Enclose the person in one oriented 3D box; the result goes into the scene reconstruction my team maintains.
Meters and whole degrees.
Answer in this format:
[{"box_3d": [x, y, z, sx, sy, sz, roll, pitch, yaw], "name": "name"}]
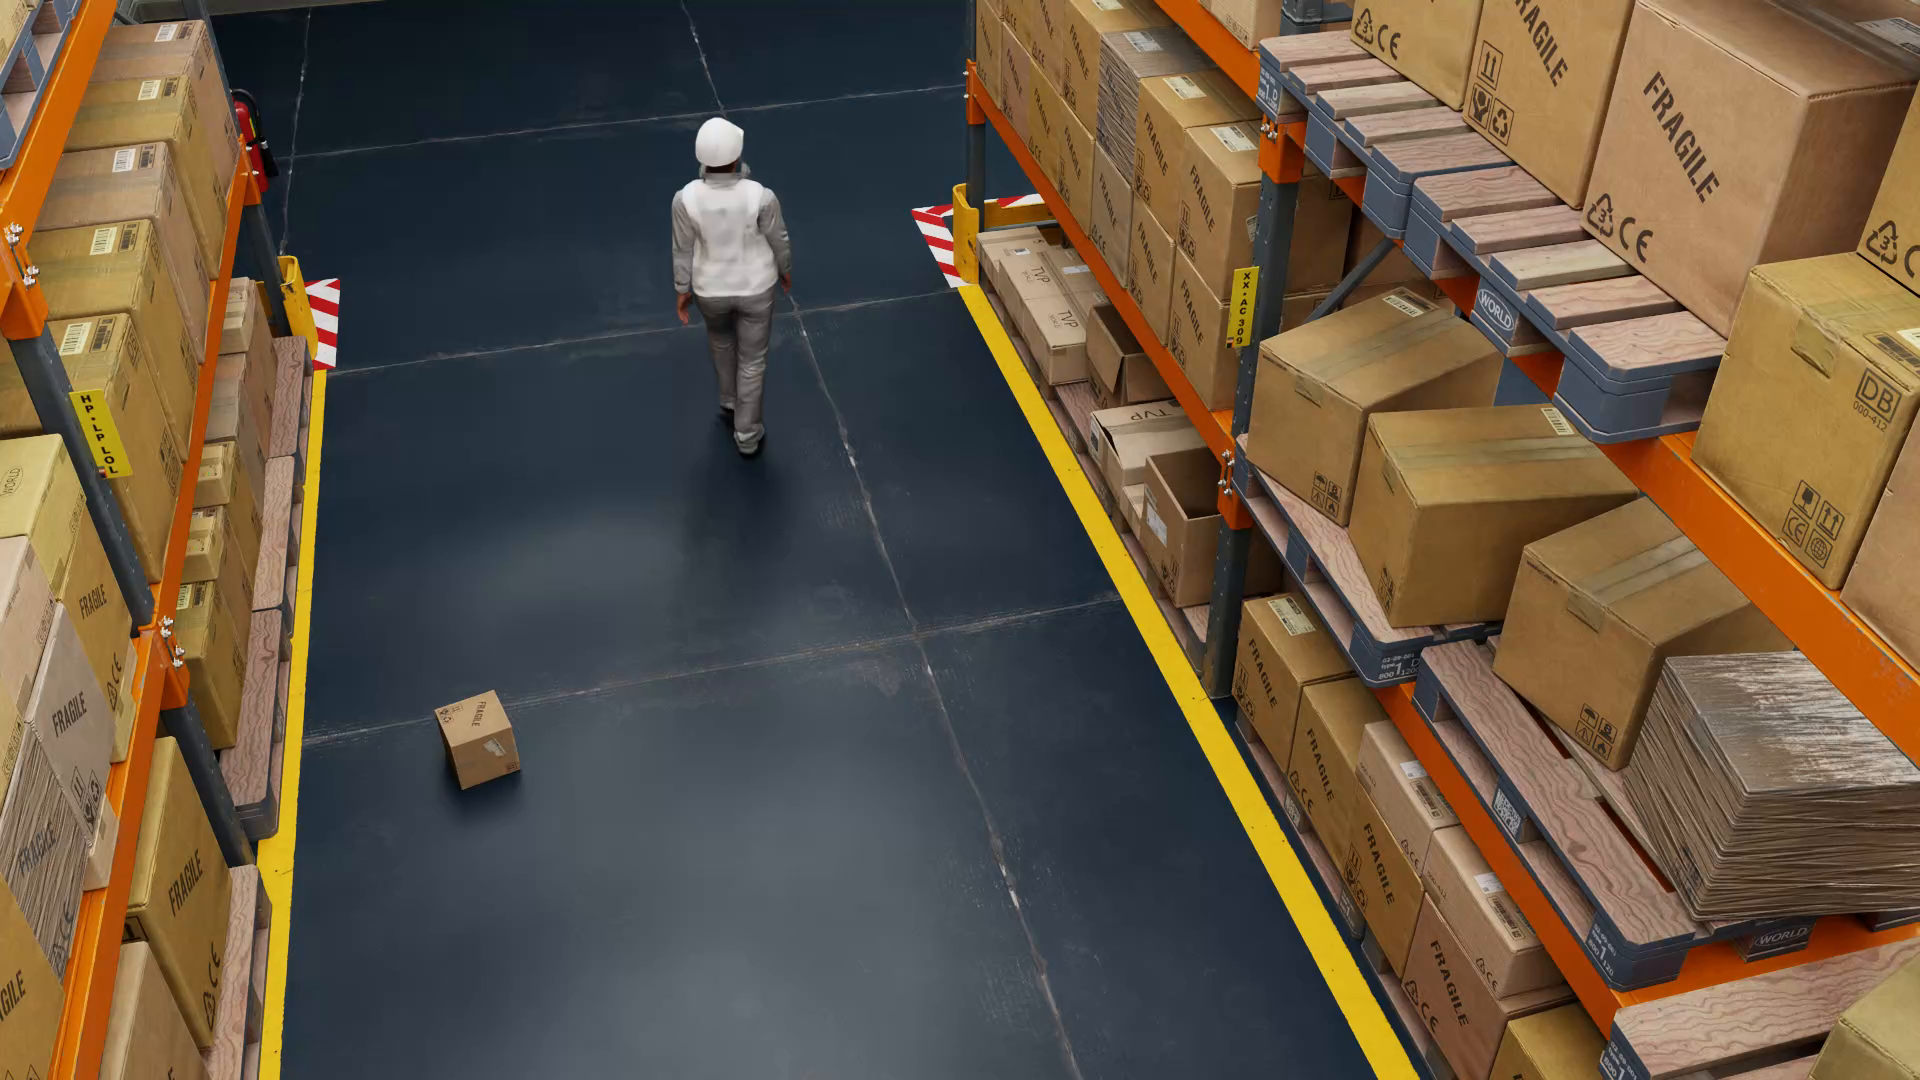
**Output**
[{"box_3d": [-1.120, -1.283, 8.363, 0.571, 1.831, 0.667, 2, 38, 2], "name": "person"}]
